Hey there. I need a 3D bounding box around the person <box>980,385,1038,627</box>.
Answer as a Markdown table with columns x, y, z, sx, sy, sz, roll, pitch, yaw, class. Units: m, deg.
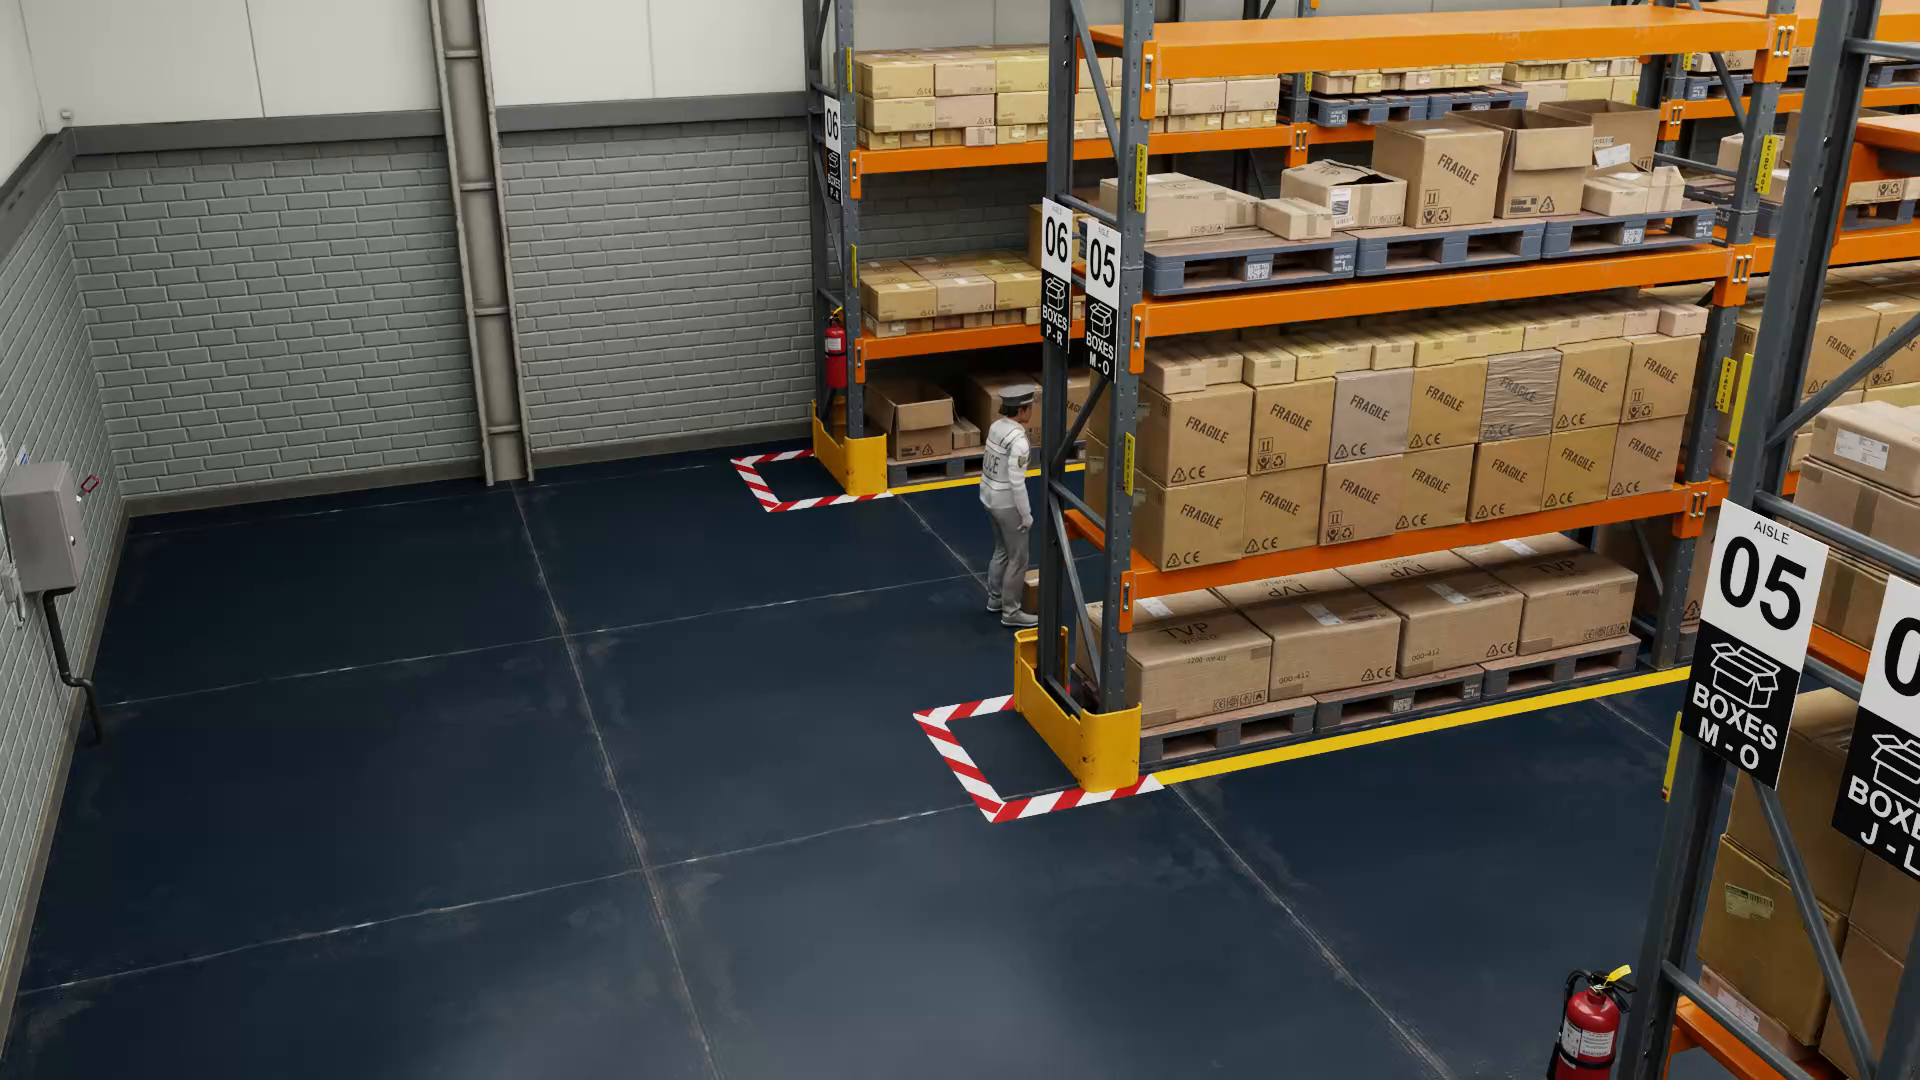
| x | y | z | sx | sy | sz | roll | pitch | yaw | class |
| --- | --- | --- | --- | --- | --- | --- | --- | --- | --- |
| 0.339 | -0.242 | 11.391 | 0.374 | 1.664 | 0.529 | -8 | 24 | -19 | person |
